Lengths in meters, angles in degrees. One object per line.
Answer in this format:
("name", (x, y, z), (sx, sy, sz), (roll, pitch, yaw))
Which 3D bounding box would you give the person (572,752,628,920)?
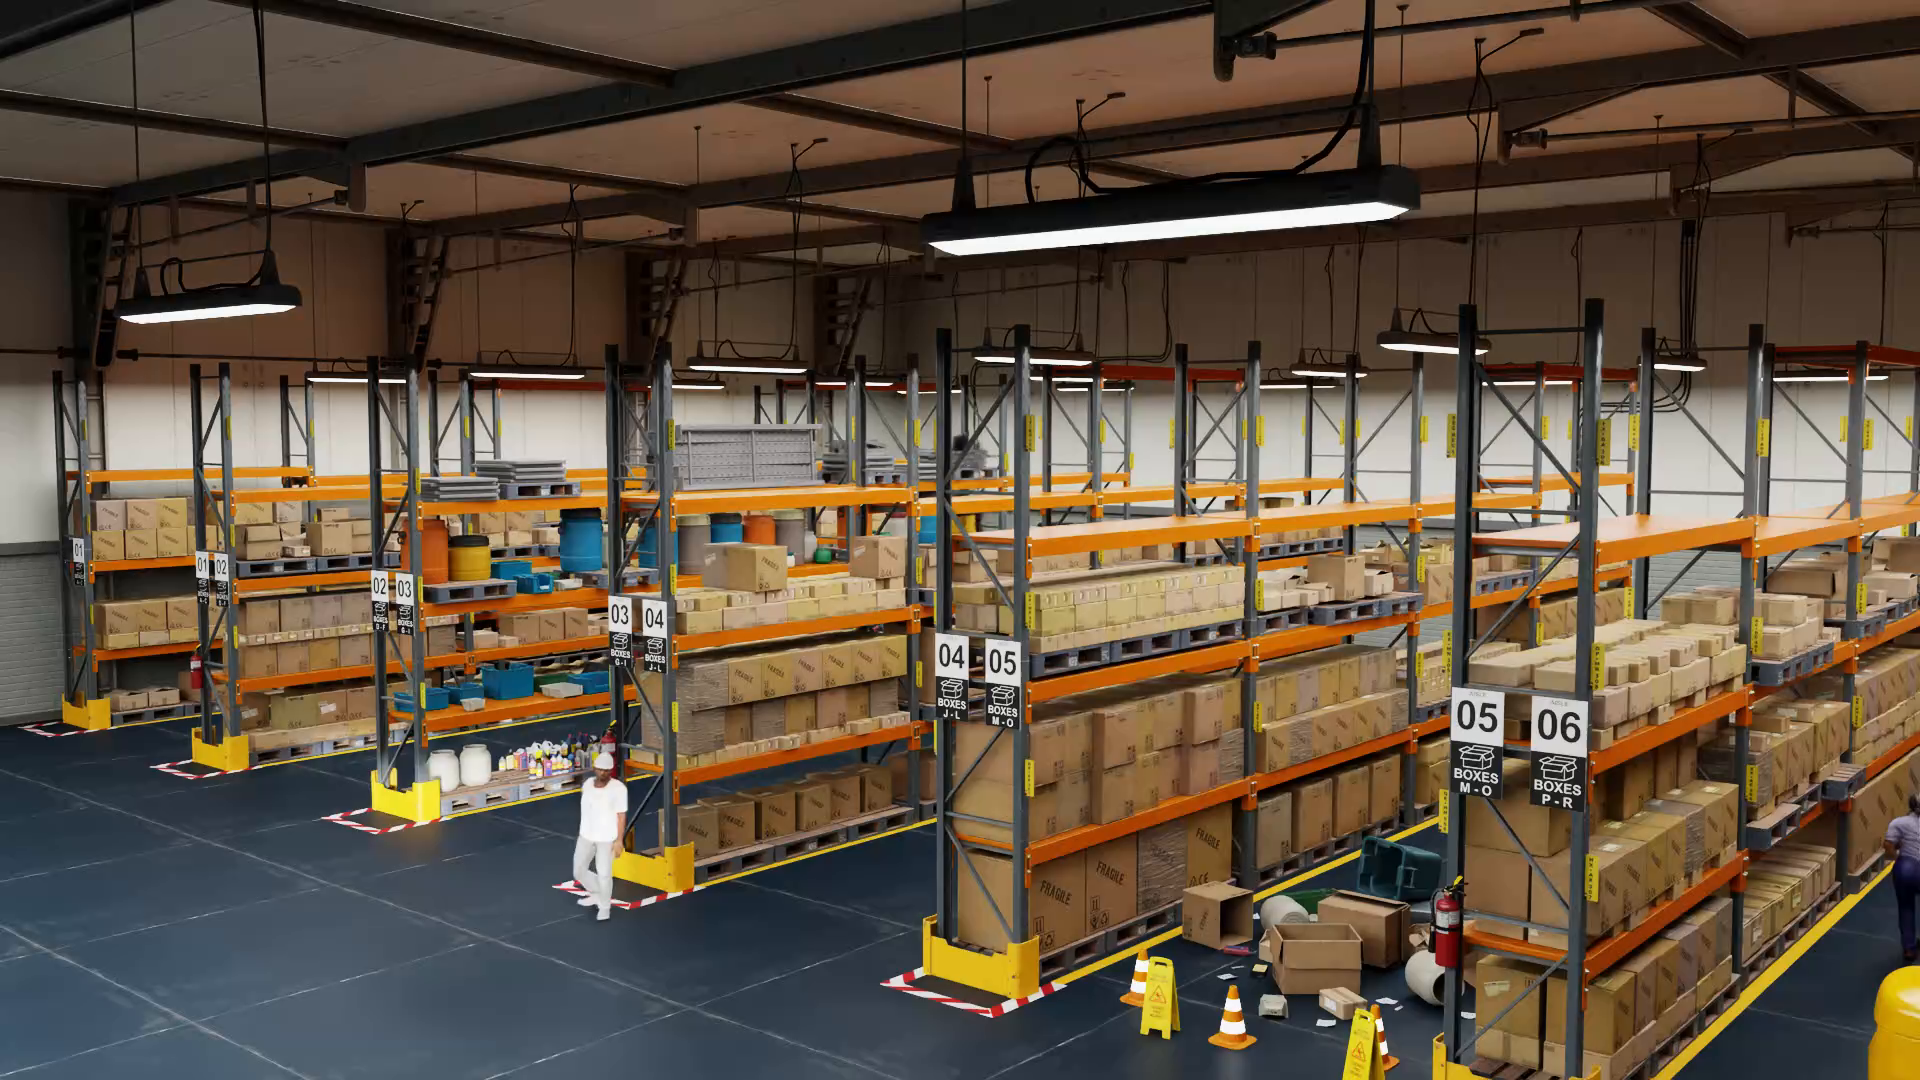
("person", (-3.711, 3.045, 17.162), (0.674, 1.743, 0.455), (2, 4, 21))

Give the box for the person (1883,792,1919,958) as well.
("person", (9.220, 3.227, 16.001), (0.606, 1.605, 0.573), (3, 5, 36))

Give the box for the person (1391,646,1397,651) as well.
("person", (6.633, 2.463, 25.396), (0.727, 1.718, 0.687), (-2, 5, -30))
